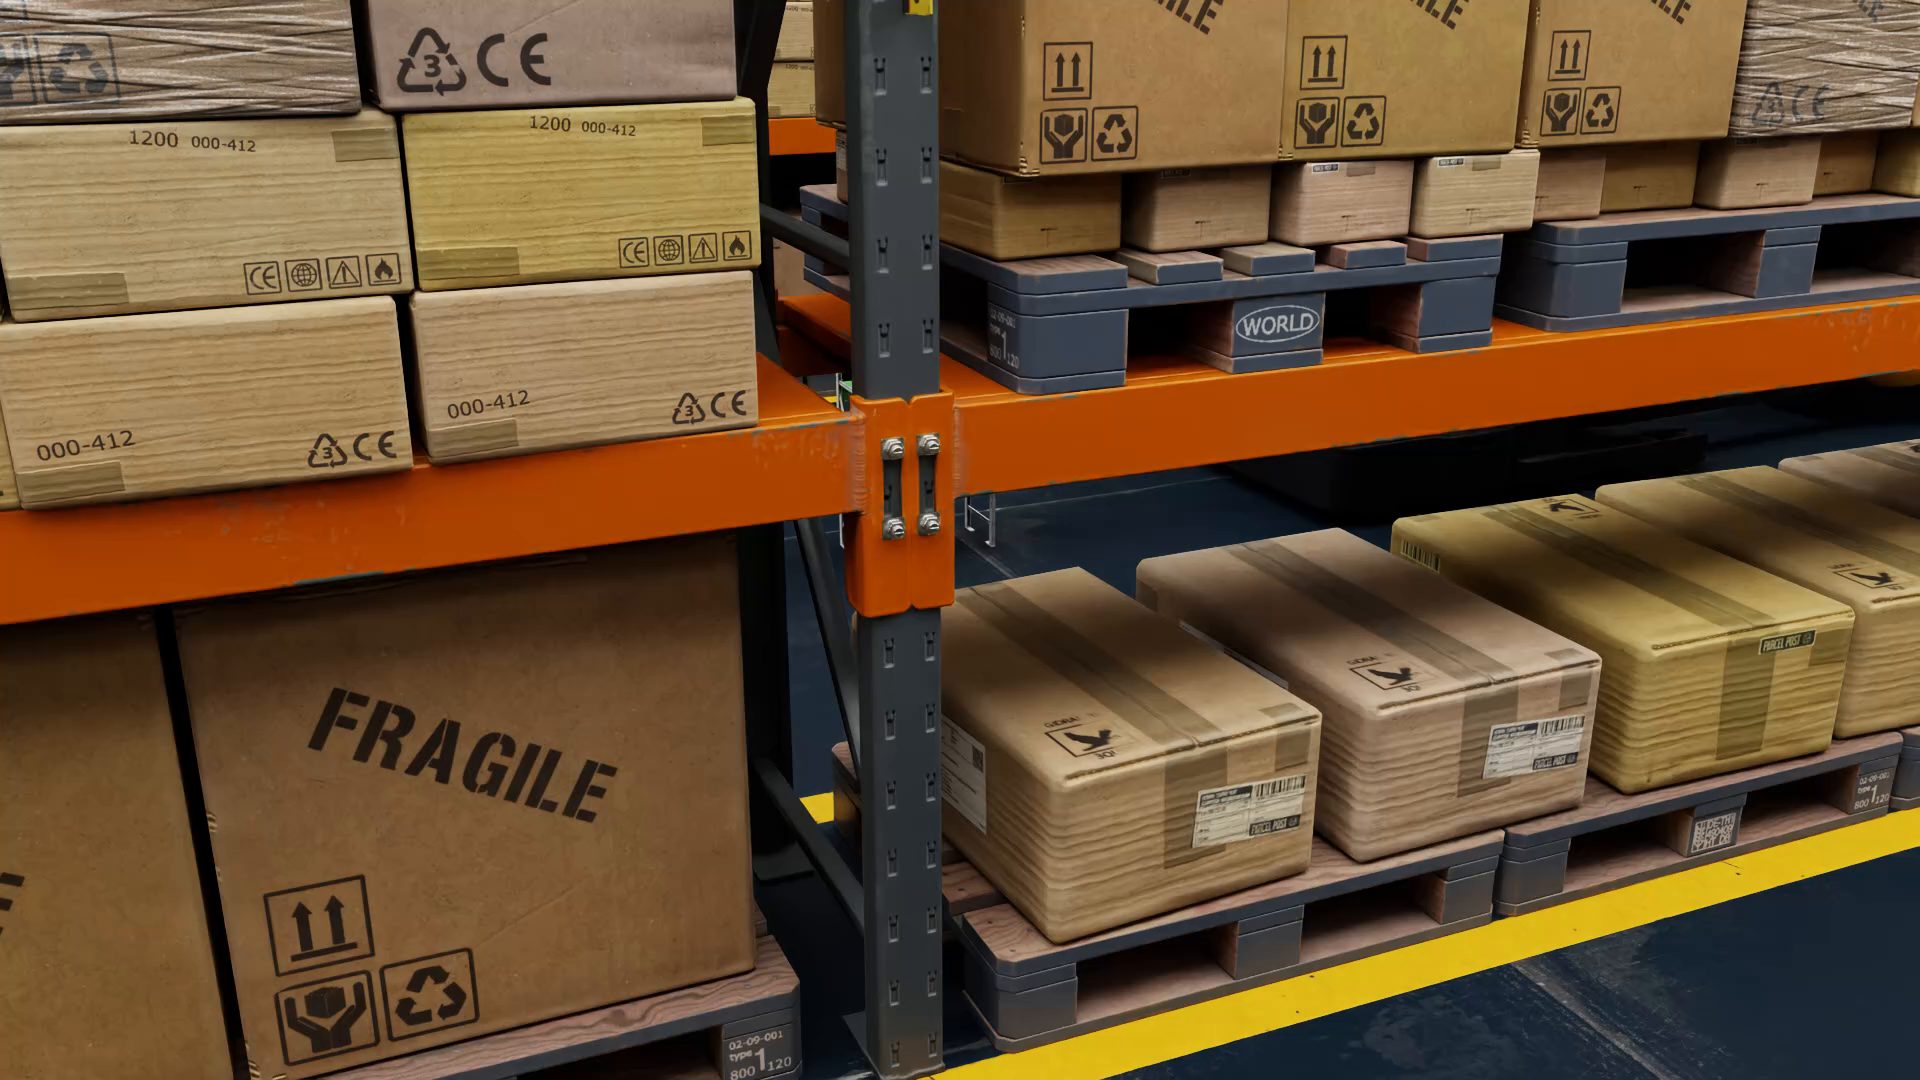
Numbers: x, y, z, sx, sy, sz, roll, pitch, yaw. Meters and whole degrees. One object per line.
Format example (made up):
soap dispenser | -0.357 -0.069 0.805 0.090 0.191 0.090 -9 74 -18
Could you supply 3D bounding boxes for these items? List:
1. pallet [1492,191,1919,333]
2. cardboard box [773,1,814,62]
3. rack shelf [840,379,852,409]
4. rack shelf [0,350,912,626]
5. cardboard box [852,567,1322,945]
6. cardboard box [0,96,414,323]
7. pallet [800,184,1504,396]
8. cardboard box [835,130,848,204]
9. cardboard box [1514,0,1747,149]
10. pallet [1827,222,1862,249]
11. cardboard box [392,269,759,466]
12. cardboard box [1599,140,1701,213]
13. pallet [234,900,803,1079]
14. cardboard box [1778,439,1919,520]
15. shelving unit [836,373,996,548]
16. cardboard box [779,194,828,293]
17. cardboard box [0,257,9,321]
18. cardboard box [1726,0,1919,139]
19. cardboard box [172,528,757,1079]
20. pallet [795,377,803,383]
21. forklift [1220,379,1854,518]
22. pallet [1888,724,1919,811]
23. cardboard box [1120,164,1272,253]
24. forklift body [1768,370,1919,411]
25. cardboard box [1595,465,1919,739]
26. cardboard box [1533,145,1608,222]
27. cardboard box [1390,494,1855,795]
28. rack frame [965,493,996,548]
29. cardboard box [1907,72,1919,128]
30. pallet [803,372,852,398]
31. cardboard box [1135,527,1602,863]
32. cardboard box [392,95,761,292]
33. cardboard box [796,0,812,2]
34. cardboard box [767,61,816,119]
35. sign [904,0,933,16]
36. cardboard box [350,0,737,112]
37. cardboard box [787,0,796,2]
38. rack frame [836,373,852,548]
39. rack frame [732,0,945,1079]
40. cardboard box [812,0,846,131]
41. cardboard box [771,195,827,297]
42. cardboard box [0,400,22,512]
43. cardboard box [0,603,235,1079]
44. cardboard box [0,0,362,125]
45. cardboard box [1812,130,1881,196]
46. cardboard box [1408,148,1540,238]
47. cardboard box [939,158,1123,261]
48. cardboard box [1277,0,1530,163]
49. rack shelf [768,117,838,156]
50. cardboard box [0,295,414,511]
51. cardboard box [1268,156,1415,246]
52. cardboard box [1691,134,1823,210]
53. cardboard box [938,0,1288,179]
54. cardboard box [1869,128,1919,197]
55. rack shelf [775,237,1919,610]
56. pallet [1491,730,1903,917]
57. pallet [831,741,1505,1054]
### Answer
pallet | 1.517 -0.732 3.874 1.213 0.211 1.003 -8 21 -22
cardboard box | -0.802 -2.341 7.626 0.500 0.250 0.500 -9 21 -23
rack shelf | -0.152 -0.484 5.782 0.480 0.148 0.258 -8 21 -22
rack shelf | -2.121 0.053 2.439 4.000 0.370 1.077 -8 21 -22
cardboard box | 0.238 0.420 3.636 0.625 0.372 0.950 -10 22 -26
cardboard box | -1.098 -0.505 2.413 0.500 0.250 0.500 -9 21 -23
pallet | 0.328 -0.585 3.457 1.003 0.211 1.213 -8 21 -22
cardboard box | -0.077 -0.744 3.365 0.250 0.149 0.380 -7 21 -20
cardboard box | 1.181 -1.066 3.304 0.500 0.500 0.500 -8 21 -21
pallet | 2.629 -0.929 4.434 1.213 0.211 1.003 -8 21 -22
cardboard box | -0.646 -0.333 2.678 0.500 0.250 0.500 -9 21 -24
cardboard box | 1.325 -0.799 3.520 0.250 0.149 0.380 -7 21 -20
pallet | -1.038 0.846 3.301 1.213 0.211 1.003 -8 21 -22
cardboard box | 2.908 0.035 4.730 0.625 0.372 0.950 -8 21 -21
shelving unit | -0.152 -0.544 5.761 0.503 1.200 0.258 -8 21 -22
cardboard box | -0.461 -1.396 8.413 0.625 0.625 0.875 -9 21 -24
cardboard box | -1.560 -0.431 2.204 0.500 0.250 0.500 -9 21 -23
cardboard box | 1.643 -1.130 3.484 0.500 0.500 0.500 -9 21 -24
cardboard box | -0.951 0.320 3.164 0.875 0.875 0.875 -8 21 -22
pallet | -1.483 -0.844 8.101 1.213 0.211 1.003 -8 21 -22
forklift | 2.492 -1.782 6.669 3.031 2.935 1.130 -9 21 -24
pallet | 2.674 0.342 4.732 1.213 0.211 1.003 -8 21 -22
cardboard box | 0.361 -0.642 3.076 0.250 0.149 0.380 -10 22 -25
forklift body | 4.073 -1.909 8.206 1.214 2.155 2.313 -8 21 -22
cardboard box | 2.249 0.131 4.458 0.625 0.372 0.950 -7 21 -19
cardboard box | 1.081 -0.750 3.380 0.250 0.149 0.380 -7 21 -19
cardboard box | 1.611 0.223 4.197 0.625 0.372 0.950 -7 21 -20
rack frame | 0.072 -0.576 5.852 0.015 1.200 0.240 -8 21 -22
cardboard box | 2.124 -1.199 3.680 0.500 0.500 0.500 -7 21 -20
pallet | -0.364 -1.003 8.553 1.213 0.211 1.003 -8 21 -22
cardboard box | 0.913 0.321 3.919 0.625 0.372 0.950 -9 21 -23
cardboard box | -0.628 -0.574 2.608 0.500 0.250 0.500 -8 21 -22
cardboard box | -0.664 -2.541 7.595 0.250 0.149 0.380 -8 21 -21
cardboard box | -0.816 -2.111 7.726 0.500 0.250 0.500 -9 21 -24
sign | -0.061 -0.927 2.395 0.005 0.325 0.100 -8 21 -22
cardboard box | -0.655 -0.921 2.464 0.500 0.500 0.500 -9 21 -23
cardboard box | -0.920 -2.526 7.551 0.250 0.149 0.380 -8 21 -21
rack frame | -0.376 -0.512 5.670 0.015 1.200 0.240 -8 21 -22
rack frame | -0.284 -0.550 3.067 0.127 3.000 1.000 -8 21 -22
cardboard box | 0.023 -1.080 3.342 0.500 0.500 0.500 -9 21 -23
cardboard box | -1.079 -1.307 8.161 0.625 0.625 0.875 -7 21 -20
cardboard box | -1.577 -0.200 2.299 0.500 0.250 0.500 -8 21 -22
cardboard box | -1.772 0.436 2.834 0.875 0.875 0.875 -8 21 -21
cardboard box | -1.123 -0.851 2.266 0.500 0.500 0.500 -8 21 -21
cardboard box | 1.800 -0.870 3.724 0.250 0.149 0.380 -9 21 -24
cardboard box | 0.891 -0.694 3.223 0.250 0.149 0.380 -8 21 -22
cardboard box | 0.088 -0.615 2.999 0.250 0.149 0.380 -9 22 -25
cardboard box | 0.696 -0.995 3.100 0.500 0.500 0.500 -7 21 -19
rack shelf | -0.417 -1.987 8.231 4.000 0.370 1.077 -8 21 -22
cardboard box | -1.109 -0.261 2.473 0.500 0.250 0.500 -8 21 -21
cardboard box | 0.630 -0.664 3.138 0.250 0.149 0.380 -10 22 -25
cardboard box | 1.591 -0.813 3.561 0.250 0.149 0.380 -7 21 -20
cardboard box | 0.221 -0.924 2.899 0.500 0.500 0.500 -9 21 -23
cardboard box | 2.083 -0.874 3.733 0.250 0.149 0.380 -8 21 -22
rack shelf | 1.552 -0.473 3.933 4.000 0.370 1.077 -8 21 -22
pallet | 1.552 0.504 4.273 1.213 0.211 1.003 -8 21 -22
pallet | 0.434 0.663 3.821 1.213 0.211 1.003 -8 21 -22
